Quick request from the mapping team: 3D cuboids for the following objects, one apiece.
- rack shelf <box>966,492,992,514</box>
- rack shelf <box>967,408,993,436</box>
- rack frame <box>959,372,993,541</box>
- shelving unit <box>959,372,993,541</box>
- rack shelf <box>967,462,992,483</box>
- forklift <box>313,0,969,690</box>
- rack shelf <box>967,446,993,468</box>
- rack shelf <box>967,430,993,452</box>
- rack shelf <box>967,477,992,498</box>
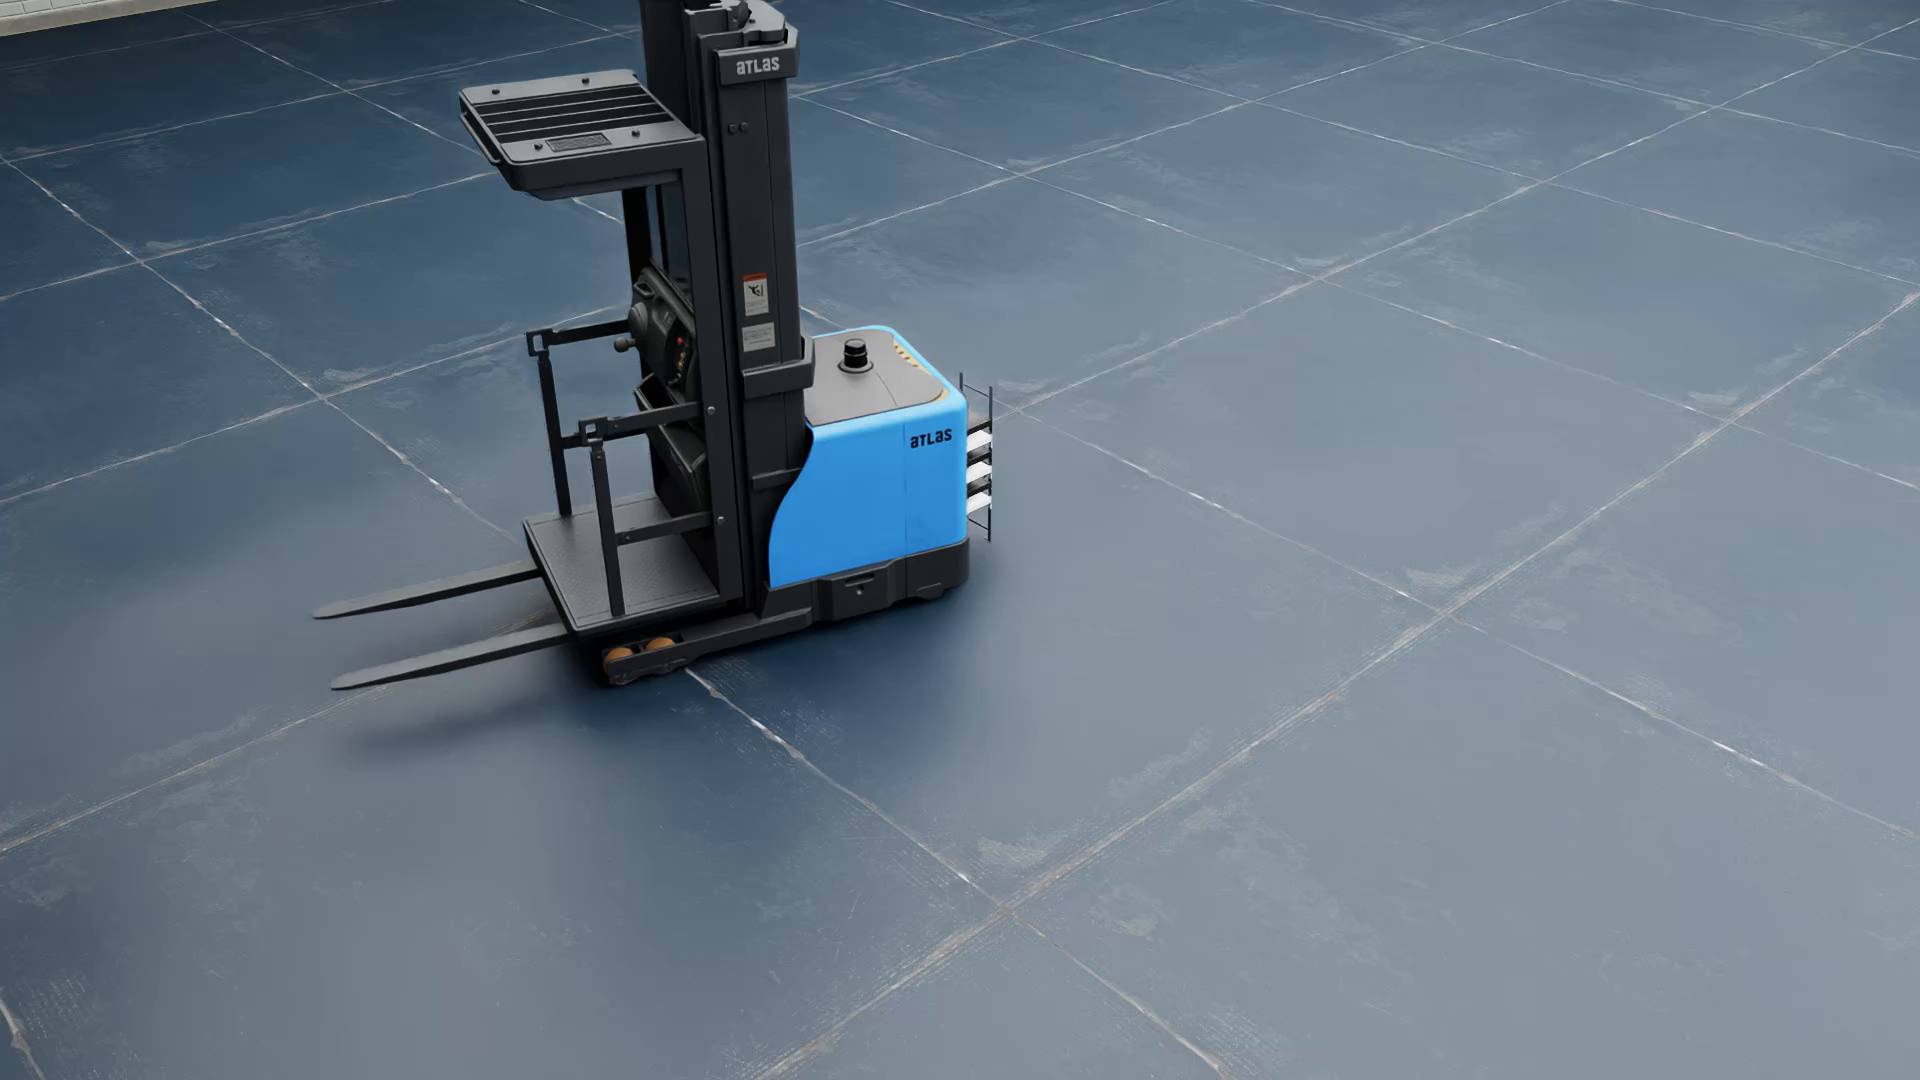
[{"bbox_3d":[0.006,-0.205,8.631,0.200,0.077,0.258,-26,40,-35],"label":"rack shelf"},{"bbox_3d":[0.006,-0.589,8.396,0.200,0.077,0.258,-26,40,-35],"label":"rack shelf"},{"bbox_3d":[0.081,-0.423,8.579,0.006,0.900,0.240,-26,40,-35],"label":"rack frame"},{"bbox_3d":[0.006,-0.387,8.520,0.210,0.900,0.258,-26,40,-35],"label":"shelving unit"},{"bbox_3d":[0.006,-0.358,8.537,0.200,0.077,0.258,-26,40,-35],"label":"rack shelf"},{"bbox_3d":[-1.513,-0.900,7.412,3.031,2.935,1.130,-14,34,-21],"label":"forklift"},{"bbox_3d":[0.006,-0.435,8.490,0.200,0.077,0.258,-26,40,-35],"label":"rack shelf"},{"bbox_3d":[0.006,-0.512,8.443,0.200,0.077,0.258,-26,40,-35],"label":"rack shelf"},{"bbox_3d":[0.006,-0.282,8.584,0.200,0.077,0.258,-26,40,-35],"label":"rack shelf"}]
